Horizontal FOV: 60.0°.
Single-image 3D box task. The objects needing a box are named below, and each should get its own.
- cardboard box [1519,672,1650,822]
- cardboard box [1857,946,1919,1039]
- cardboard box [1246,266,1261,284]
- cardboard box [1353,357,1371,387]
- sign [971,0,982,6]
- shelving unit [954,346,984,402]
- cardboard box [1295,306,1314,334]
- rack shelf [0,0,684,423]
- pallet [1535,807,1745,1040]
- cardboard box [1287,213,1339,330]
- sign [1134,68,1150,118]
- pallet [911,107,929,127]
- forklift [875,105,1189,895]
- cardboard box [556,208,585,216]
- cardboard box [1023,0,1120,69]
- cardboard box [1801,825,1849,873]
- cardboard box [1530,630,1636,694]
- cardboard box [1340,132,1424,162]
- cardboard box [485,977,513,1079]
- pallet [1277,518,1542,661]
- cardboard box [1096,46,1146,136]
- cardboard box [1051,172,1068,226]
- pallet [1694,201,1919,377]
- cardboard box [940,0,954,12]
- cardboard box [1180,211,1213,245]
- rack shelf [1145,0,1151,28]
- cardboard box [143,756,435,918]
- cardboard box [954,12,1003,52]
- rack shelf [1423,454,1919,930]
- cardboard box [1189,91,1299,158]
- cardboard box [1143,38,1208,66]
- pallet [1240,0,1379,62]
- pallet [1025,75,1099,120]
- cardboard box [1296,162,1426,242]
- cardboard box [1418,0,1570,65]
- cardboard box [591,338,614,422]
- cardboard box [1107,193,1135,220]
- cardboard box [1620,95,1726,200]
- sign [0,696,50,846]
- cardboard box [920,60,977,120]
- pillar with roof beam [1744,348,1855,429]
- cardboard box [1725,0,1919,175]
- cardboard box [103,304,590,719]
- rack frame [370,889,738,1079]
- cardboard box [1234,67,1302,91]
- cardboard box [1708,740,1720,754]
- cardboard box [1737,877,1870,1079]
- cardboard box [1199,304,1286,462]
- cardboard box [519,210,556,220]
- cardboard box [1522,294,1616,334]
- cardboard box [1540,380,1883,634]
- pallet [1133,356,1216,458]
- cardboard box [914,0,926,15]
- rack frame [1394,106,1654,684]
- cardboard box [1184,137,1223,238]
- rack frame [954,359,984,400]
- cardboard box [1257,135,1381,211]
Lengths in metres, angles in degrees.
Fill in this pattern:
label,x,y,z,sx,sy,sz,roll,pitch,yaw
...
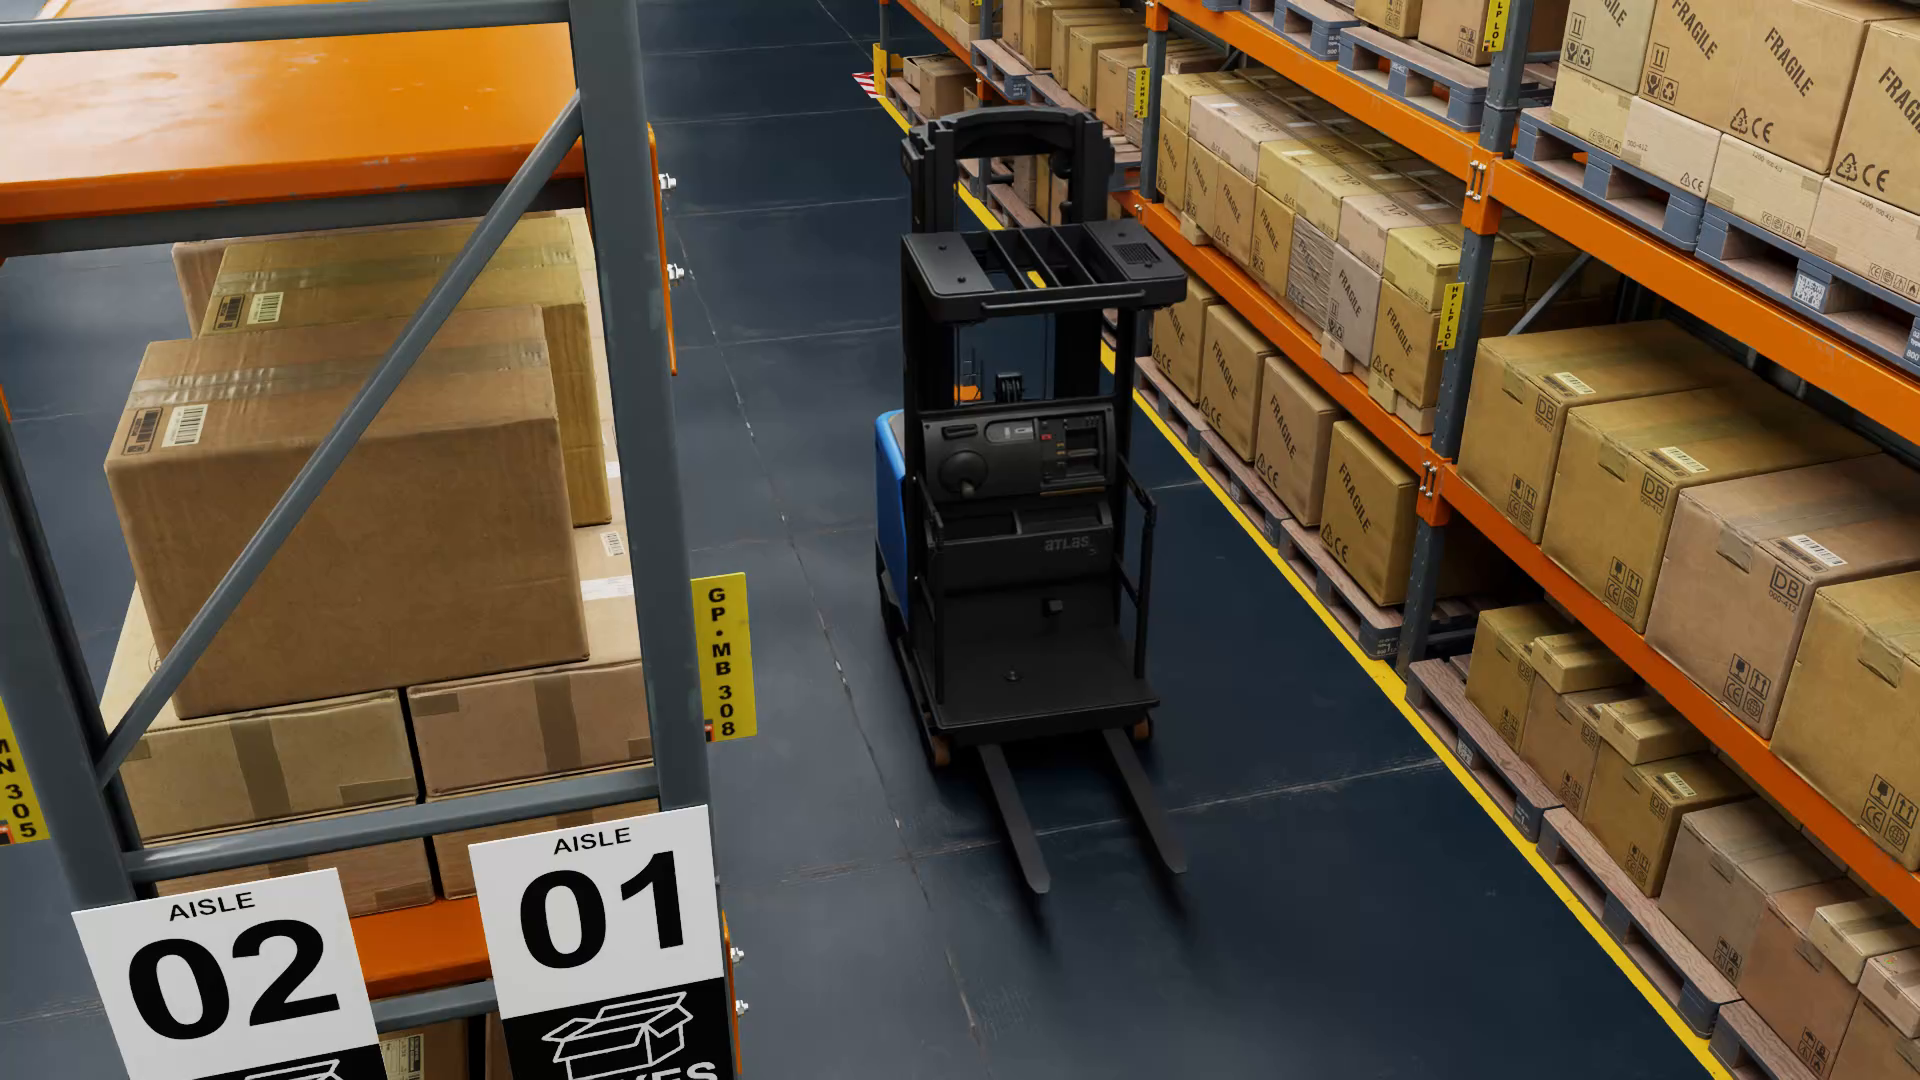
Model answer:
label,x,y,z,sx,sy,sz,roll,pitch,yaw
cardboard box,3.022,0.875,7.551,0.700,0.500,0.500,-8,31,-14
cardboard box,3.362,1.546,5.745,0.380,0.149,0.250,-8,31,-14
cardboard box,1.963,-1.667,10.098,0.380,0.149,0.250,-7,31,-13
cardboard box,2.315,-0.918,8.804,0.380,0.149,0.250,-7,31,-12
sign,0.148,-4.806,14.425,0.100,0.325,0.005,-8,31,-13
shelving unit,-0.004,-0.526,9.693,0.258,1.200,0.189,-8,31,-13
cardboard box,2.135,-1.288,9.443,0.380,0.149,0.250,-9,31,-15
rack shelf,-1.452,-1.300,3.966,1.077,0.370,4.000,-8,31,-13
pallet,3.246,1.532,7.124,1.003,0.211,1.213,-8,31,-13
cardboard box,2.157,-1.502,9.165,0.500,0.500,0.500,-8,31,-13
sign,1.210,-2.965,11.033,0.100,0.325,0.005,-8,31,-13
pallet,0.129,-4.210,17.044,1.003,0.211,1.213,-8,31,-13
forklift,0.331,-0.368,7.691,1.130,2.935,3.031,-6,31,-10
cardboard box,-1.462,-0.992,5.356,0.500,0.250,0.500,-8,31,-13
cardboard box,0.913,-4.219,13.738,0.700,0.500,0.500,-5,30,-8
cardboard box,3.529,1.129,6.465,0.380,0.149,0.250,-7,31,-13
cardboard box,2.807,0.541,7.481,0.380,0.149,0.250,-7,31,-12
cardboard box,2.504,-2.151,9.538,0.500,0.250,0.500,-9,31,-14
cardboard box,-0.784,1.224,3.774,0.500,0.500,0.500,-7,31,-12
pallet,2.515,0.201,9.423,1.003,0.211,1.213,-8,31,-13
cardboard box,1.422,-3.301,12.150,0.700,0.500,0.500,-11,32,-18
cardboard box,1.163,-2.768,13.824,0.700,0.500,0.500,-8,31,-13
pallet,3.320,-0.918,5.667,1.003,0.211,1.213,-8,31,-13
cardboard box,0.108,-5.203,15.357,0.500,0.500,0.500,-8,31,-14
cardboard box,1.642,-2.023,10.712,0.380,0.149,0.250,-7,31,-12
rack shelf,1.200,-4.528,12.533,1.077,0.370,4.000,-8,31,-13
cardboard box,-1.311,0.503,3.273,0.500,0.250,0.500,-8,31,-13
cardboard box,0.251,-4.639,15.132,0.500,0.250,0.500,-8,31,-13
rack shelf,3.323,0.634,6.609,1.077,0.370,4.000,-8,31,-13
cardboard box,1.746,-2.567,10.257,0.500,0.250,0.500,-8,31,-14
cardboard box,1.511,-3.406,11.684,0.380,0.149,0.250,-13,33,-22
pallet,2.253,-2.948,9.274,1.003,0.211,1.213,-6,31,-11
pallet,1.166,-3.443,13.126,1.003,0.211,1.213,-8,31,-13
cardboard box,2.160,-1.835,8.991,0.500,0.250,0.500,-7,31,-12
cardboard box,2.665,-2.615,7.971,0.700,0.500,0.500,-10,31,-16
cardboard box,-1.071,-0.266,4.103,0.500,0.250,0.500,-8,31,-13
cardboard box,1.399,-2.633,12.843,0.500,0.250,0.500,-7,31,-12
cardboard box,2.843,-1.485,6.188,0.500,0.250,0.500,-9,31,-14
sign,-1.461,0.332,2.535,0.100,0.325,0.005,-8,31,-13
cardboard box,0.002,-4.565,16.930,0.700,0.500,0.500,-10,31,-16
pillar with roof beam,-0.338,-2.444,5.221,9.100,9.000,0.400,-8,31,-13
cardboard box,2.990,-1.559,5.568,0.500,0.500,0.500,-8,31,-13
cardboard box,-1.073,-0.071,3.017,0.700,0.500,0.500,-8,31,-13
rack frame,-0.921,1.949,3.619,1.000,3.000,0.127,-8,31,-13
cardboard box,2.101,-2.896,10.824,0.500,0.250,0.500,-7,31,-12
cardboard box,3.324,0.758,7.105,0.380,0.149,0.250,-8,31,-13
cardboard box,3.439,1.622,6.260,0.700,0.500,0.500,-8,31,-13
cardboard box,2.026,-1.030,10.493,0.750,0.750,0.750,-8,31,-14
cardboard box,-1.403,-0.805,4.285,0.700,0.500,0.500,-8,31,-13
cardboard box,2.913,-1.079,8.435,0.500,0.500,0.500,-9,31,-15
cardboard box,3.109,-0.156,6.956,0.980,0.700,0.700,-9,31,-15
pallet,1.867,-0.977,11.459,1.003,0.211,1.213,-8,31,-13
cardboard box,-0.156,-5.365,16.385,0.500,0.250,0.500,-8,31,-13
rack frame,2.793,-0.643,8.098,1.000,3.000,0.127,-8,31,-13
cardboard box,1.743,-2.233,10.428,0.500,0.500,0.500,-7,31,-12
rack frame,0.020,-0.482,9.616,0.240,1.200,0.006,-8,31,-13
cardboard box,2.024,-2.081,9.416,0.500,0.250,0.500,-8,31,-14
